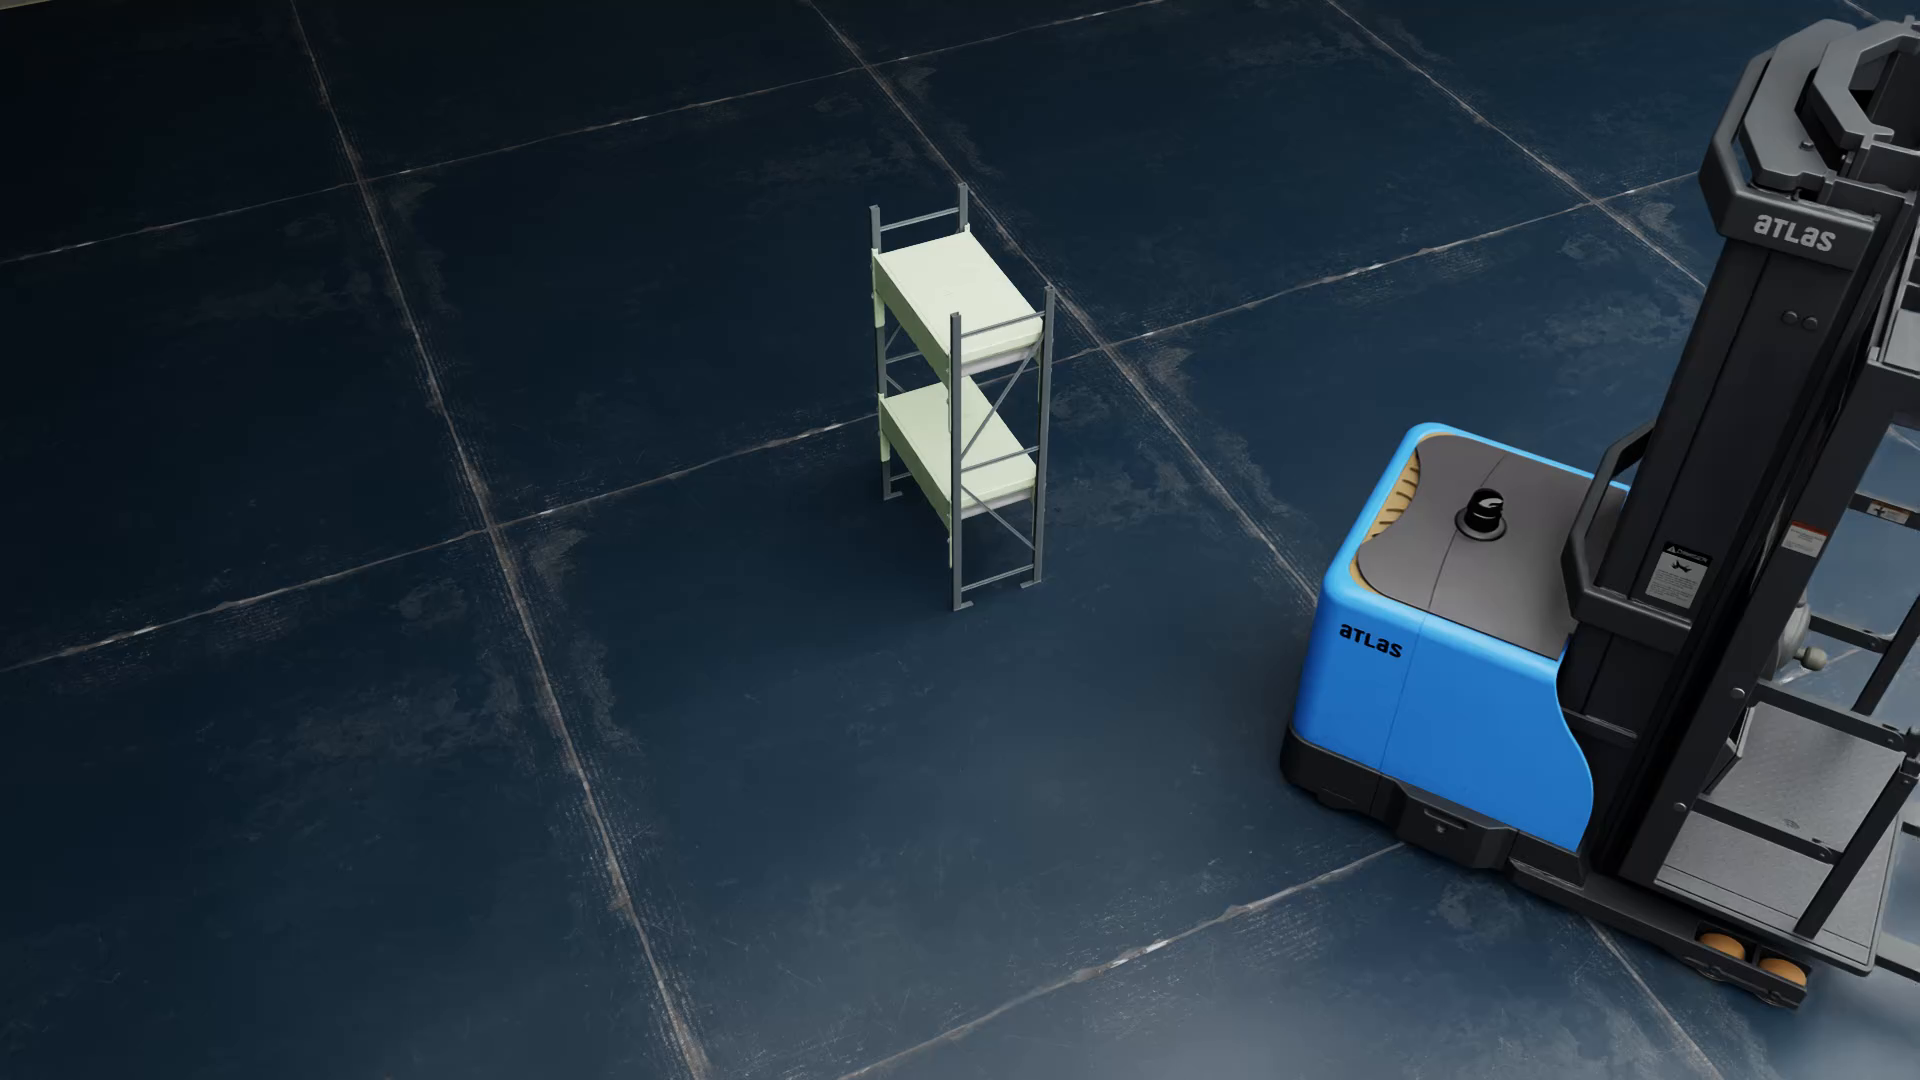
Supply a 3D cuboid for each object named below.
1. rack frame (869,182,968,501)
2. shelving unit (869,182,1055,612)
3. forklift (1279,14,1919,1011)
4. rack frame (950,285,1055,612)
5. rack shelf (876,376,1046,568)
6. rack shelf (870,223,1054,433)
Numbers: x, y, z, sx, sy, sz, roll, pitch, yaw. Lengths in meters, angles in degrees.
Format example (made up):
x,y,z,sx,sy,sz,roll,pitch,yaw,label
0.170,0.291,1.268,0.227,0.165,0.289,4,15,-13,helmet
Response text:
x,y,z,sx,sy,sz,roll,pitch,yaw,label
-0.157,-0.771,6.833,0.400,1.500,0.023,-18,47,-17,rack frame
-0.003,-0.538,6.596,0.431,1.500,0.755,-18,47,-17,shelving unit
2.722,0.078,4.953,3.031,2.935,1.130,22,49,21,forklift
0.151,-0.305,6.360,0.400,1.500,0.023,-18,47,-17,rack frame
-0.003,-0.306,6.825,0.431,0.370,0.720,-18,47,-17,rack shelf
-0.003,-0.816,6.322,0.431,0.370,0.720,-18,47,-17,rack shelf
